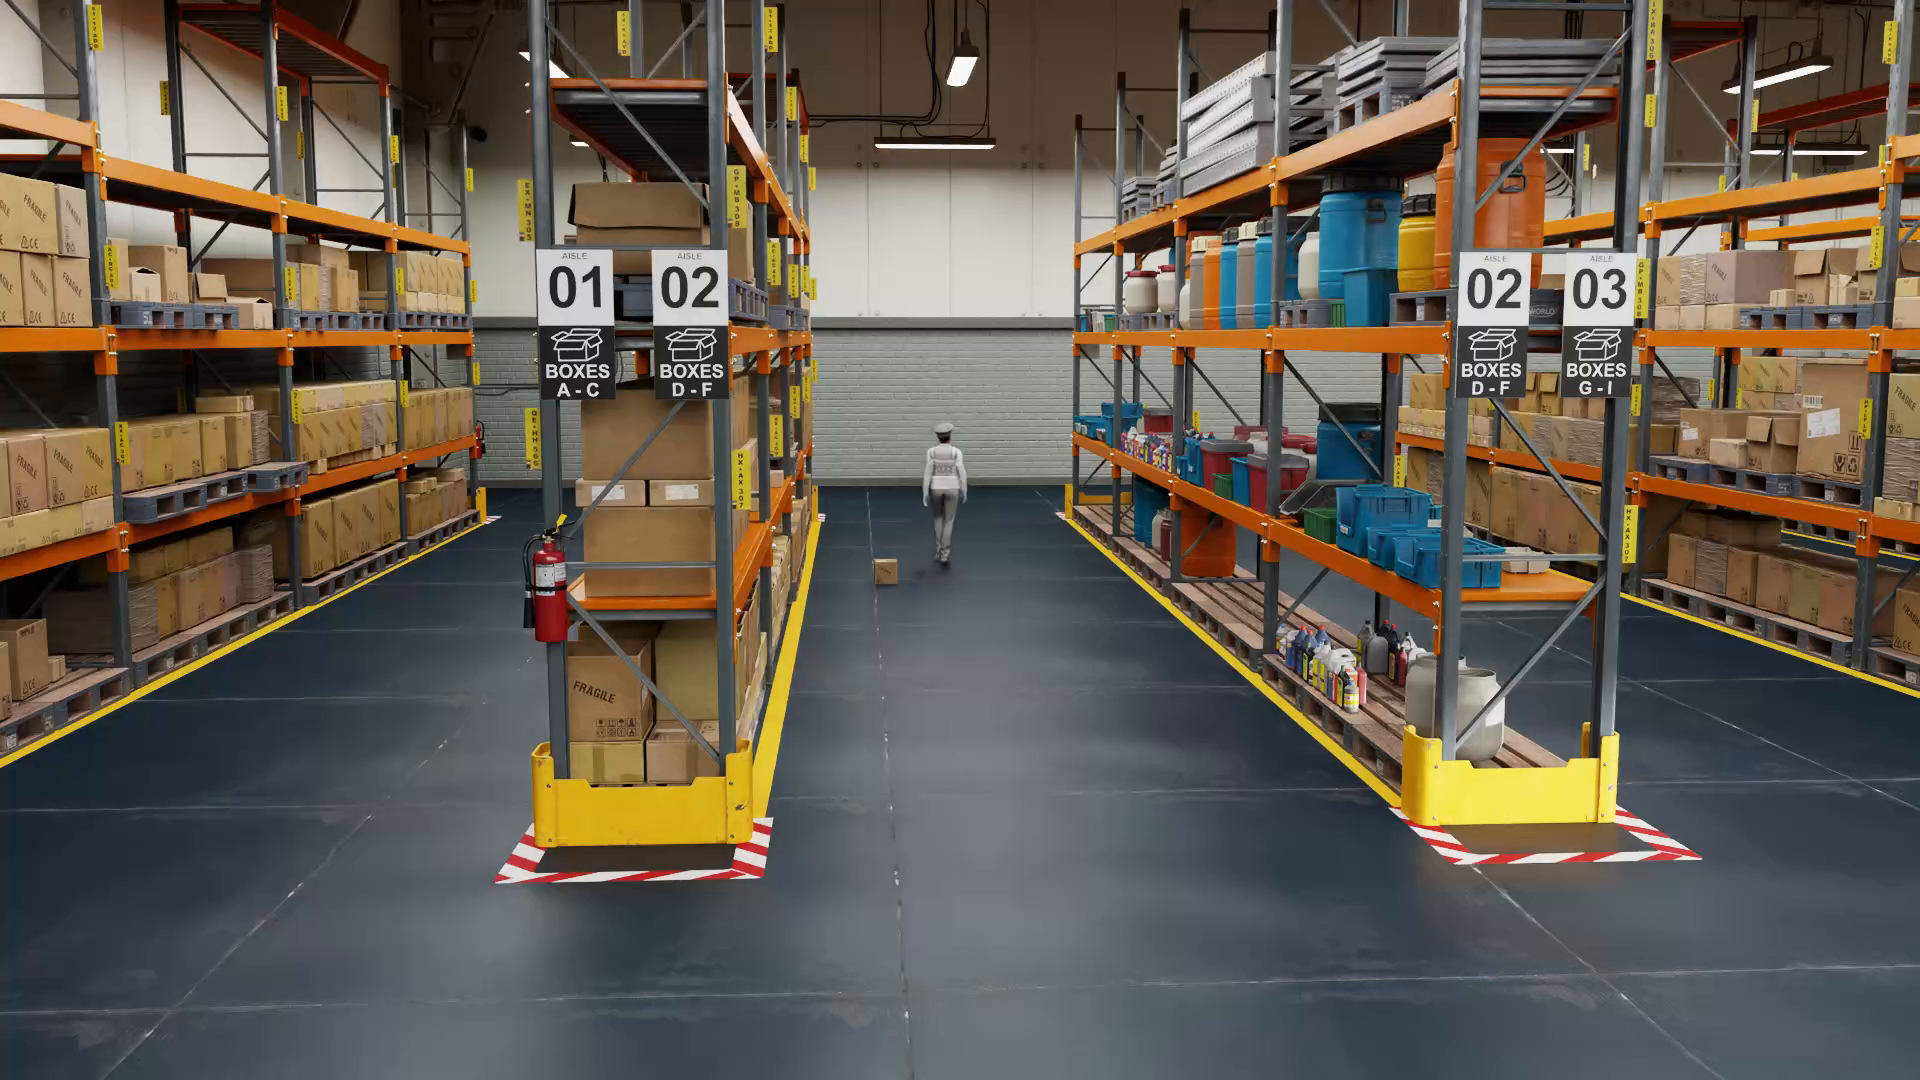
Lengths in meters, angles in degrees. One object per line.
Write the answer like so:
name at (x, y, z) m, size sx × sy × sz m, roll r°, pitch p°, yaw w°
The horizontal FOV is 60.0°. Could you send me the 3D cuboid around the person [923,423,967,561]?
person at (-0.174, -0.558, 20.200) m, size 0.526 × 1.734 × 0.506 m, roll 1°, pitch 7°, yaw 12°
